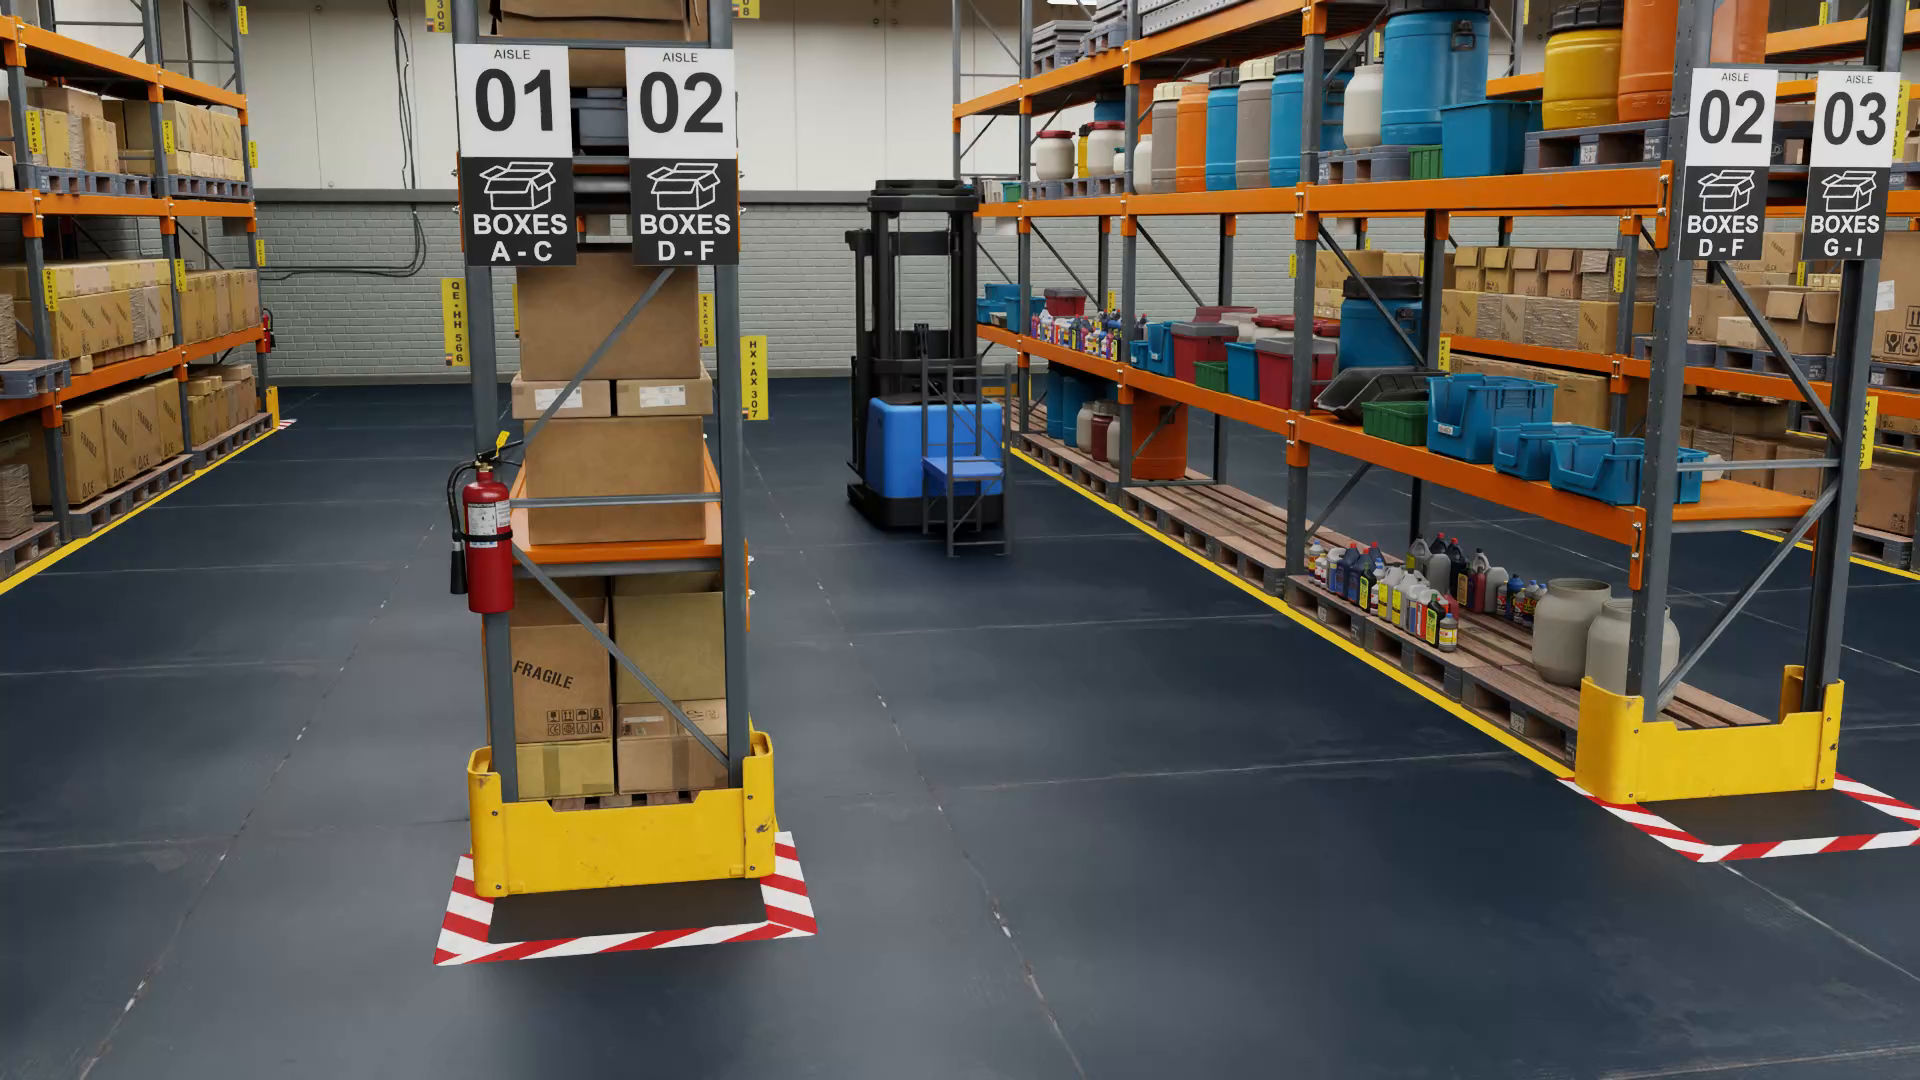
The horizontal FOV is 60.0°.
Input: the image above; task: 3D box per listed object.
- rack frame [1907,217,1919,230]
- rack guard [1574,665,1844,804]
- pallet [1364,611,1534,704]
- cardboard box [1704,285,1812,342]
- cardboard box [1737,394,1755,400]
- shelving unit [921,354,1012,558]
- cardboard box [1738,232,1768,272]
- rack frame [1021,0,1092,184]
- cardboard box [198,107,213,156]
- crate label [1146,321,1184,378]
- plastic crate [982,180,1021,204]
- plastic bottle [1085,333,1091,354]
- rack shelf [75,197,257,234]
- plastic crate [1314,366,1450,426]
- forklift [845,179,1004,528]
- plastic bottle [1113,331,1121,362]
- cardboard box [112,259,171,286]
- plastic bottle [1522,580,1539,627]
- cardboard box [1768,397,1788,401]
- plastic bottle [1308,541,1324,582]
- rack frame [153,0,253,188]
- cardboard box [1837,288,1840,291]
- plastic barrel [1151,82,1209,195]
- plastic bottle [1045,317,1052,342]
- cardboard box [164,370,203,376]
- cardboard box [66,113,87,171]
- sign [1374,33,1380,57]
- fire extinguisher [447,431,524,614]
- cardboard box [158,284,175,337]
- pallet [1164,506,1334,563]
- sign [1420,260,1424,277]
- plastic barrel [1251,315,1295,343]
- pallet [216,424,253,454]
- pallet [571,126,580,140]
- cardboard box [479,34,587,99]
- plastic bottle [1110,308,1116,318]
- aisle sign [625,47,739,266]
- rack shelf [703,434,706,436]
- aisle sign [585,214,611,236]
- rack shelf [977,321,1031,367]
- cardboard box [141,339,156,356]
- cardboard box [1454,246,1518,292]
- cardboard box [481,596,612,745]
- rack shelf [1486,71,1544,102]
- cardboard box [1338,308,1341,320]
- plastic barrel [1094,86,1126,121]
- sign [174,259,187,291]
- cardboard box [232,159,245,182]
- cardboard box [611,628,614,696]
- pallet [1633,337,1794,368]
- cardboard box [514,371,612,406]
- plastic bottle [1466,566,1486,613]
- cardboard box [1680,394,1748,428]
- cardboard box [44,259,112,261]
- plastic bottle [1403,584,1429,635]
[{"bbox_3d":[14.983,-3.800,25.641,1.000,3.000,0.127,-2,11,-11],"label":"rack frame"},{"bbox_3d":[3.455,0.890,7.682,1.175,0.500,0.348,-2,11,-11],"label":"rack guard"},{"bbox_3d":[3.068,0.660,9.666,1.003,0.211,1.213,-2,11,-11],"label":"pallet"},{"bbox_3d":[7.169,-2.032,14.959,0.700,0.500,0.500,0,11,-3],"label":"cardboard box"},{"bbox_3d":[10.431,-1.830,21.792,0.380,0.149,0.250,-2,11,-13],"label":"cardboard box"},{"bbox_3d":[0.040,-0.702,13.375,0.538,1.500,1.048,-2,11,-12],"label":"shelving unit"},{"bbox_3d":[10.463,-3.726,21.511,0.500,0.500,0.500,-2,11,-13],"label":"cardboard box"},{"bbox_3d":[1.182,-5.473,18.386,1.000,3.000,0.127,-2,11,-11],"label":"rack frame"},{"bbox_3d":[-8.607,-4.515,18.379,0.500,0.500,0.500,-2,11,-11],"label":"cardboard box"},{"bbox_3d":[1.888,-1.618,14.080,0.502,0.435,0.616,-2,11,-11],"label":"crate label"},{"bbox_3d":[0.532,-4.258,20.337,0.437,0.282,0.530,-2,11,-11],"label":"plastic crate"},{"bbox_3d":[1.281,-1.943,16.413,0.097,0.201,0.097,0,11,0],"label":"plastic bottle"},{"bbox_3d":[-8.925,-3.653,18.768,1.077,0.370,4.000,-2,11,-11],"label":"rack shelf"},{"bbox_3d":[2.715,-0.928,10.715,0.767,0.338,0.504,-2,11,-11],"label":"plastic crate"},{"bbox_3d":[-0.441,-1.776,15.189,1.130,2.935,3.031,-2,11,-12],"label":"forklift"},{"bbox_3d":[1.463,-1.794,15.412,0.061,0.283,0.133,-2,11,-11],"label":"plastic bottle"},{"bbox_3d":[-8.194,-2.663,16.544,0.500,0.250,0.500,-2,11,-10],"label":"cardboard box"},{"bbox_3d":[3.383,0.374,9.831,0.097,0.271,0.097,0,11,0],"label":"plastic bottle"},{"bbox_3d":[10.552,-1.866,21.186,0.380,0.149,0.250,-2,11,-10],"label":"cardboard box"},{"bbox_3d":[2.370,0.140,11.061,0.097,0.271,0.097,0,11,0],"label":"plastic bottle"},{"bbox_3d":[-9.314,-5.847,20.348,1.000,3.000,0.127,-2,11,-11],"label":"rack frame"},{"bbox_3d":[10.654,-2.913,19.735,0.380,0.149,0.250,-2,11,-10],"label":"cardboard box"},{"bbox_3d":[1.907,-3.354,13.932,0.600,0.901,0.600,0,11,0],"label":"plastic barrel"},{"bbox_3d":[0.965,-2.275,17.971,0.097,0.271,0.097,0,11,0],"label":"plastic bottle"},{"bbox_3d":[-9.103,-1.902,19.495,0.380,0.149,0.250,-2,11,-10],"label":"cardboard box"},{"bbox_3d":[-8.266,-3.545,14.835,0.700,0.500,0.500,-2,11,-11],"label":"cardboard box"},{"bbox_3d":[5.797,-6.902,23.182,0.100,0.325,0.005,-2,11,-11],"label":"sign"},{"bbox_3d":[-1.776,-0.069,6.246,0.296,0.674,0.183,-2,11,-11],"label":"fire extinguisher"},{"bbox_3d":[-8.199,-2.296,16.618,0.500,0.500,0.500,-2,11,-12],"label":"cardboard box"},{"bbox_3d":[2.306,-0.056,13.426,1.003,0.211,1.213,-2,11,-11],"label":"pallet"},{"bbox_3d":[5.496,-3.150,19.697,0.100,0.325,0.005,-2,11,-11],"label":"sign"},{"bbox_3d":[2.540,-1.523,13.313,0.433,0.535,0.433,0,11,0],"label":"plastic barrel"},{"bbox_3d":[-8.848,-1.163,19.241,1.003,0.211,1.213,-2,11,-11],"label":"pallet"},{"bbox_3d":[-1.697,-1.931,8.033,1.003,0.211,1.213,-2,11,-11],"label":"pallet"},{"bbox_3d":[-1.826,-2.022,7.181,0.500,0.250,0.500,-2,11,-11],"label":"cardboard box"},{"bbox_3d":[1.682,-2.345,18.128,0.144,0.351,0.185,-2,11,-11],"label":"plastic bottle"},{"bbox_3d":[-1.031,-1.422,6.193,0.394,0.787,0.004,-2,11,-11],"label":"aisle sign"},{"bbox_3d":[-2.511,-0.893,12.290,1.077,0.370,4.000,-2,11,-11],"label":"rack shelf"},{"bbox_3d":[-4.757,-4.359,21.625,0.394,0.787,0.004,-2,11,-11],"label":"aisle sign"},{"bbox_3d":[0.793,-2.540,20.941,1.077,0.370,4.000,-2,11,-11],"label":"rack shelf"},{"bbox_3d":[-8.005,-1.860,16.064,0.380,0.149,0.250,-2,11,-11],"label":"cardboard box"},{"bbox_3d":[6.173,-3.131,19.176,0.797,0.503,0.637,-2,11,-12],"label":"cardboard box"},{"bbox_3d":[-1.740,0.543,7.049,0.500,0.500,0.500,-2,11,-11],"label":"cardboard box"},{"bbox_3d":[6.429,-4.737,17.510,1.077,0.370,4.000,-2,11,-11],"label":"rack shelf"},{"bbox_3d":[5.260,-3.004,22.128,0.380,0.149,0.250,-2,11,-12],"label":"cardboard box"},{"bbox_3d":[1.664,-4.145,16.965,0.600,0.901,0.708,-2,11,-11],"label":"plastic barrel"},{"bbox_3d":[-8.006,-2.717,17.066,0.100,0.325,0.005,-2,11,-11],"label":"sign"},{"bbox_3d":[-8.911,-4.430,19.939,0.500,0.250,0.500,-2,11,-9],"label":"cardboard box"},{"bbox_3d":[-2.041,0.636,8.562,0.500,0.250,0.500,-2,11,-11],"label":"cardboard box"},{"bbox_3d":[7.061,-1.752,15.390,1.213,0.211,1.003,-2,11,-11],"label":"pallet"},{"bbox_3d":[-1.657,-0.625,6.955,0.380,0.149,0.250,-2,11,-10],"label":"cardboard box"},{"bbox_3d":[3.169,0.295,10.211,0.061,0.283,0.133,-2,11,-11],"label":"plastic bottle"},{"bbox_3d":[6.978,-1.208,15.521,0.500,0.250,0.500,-2,11,-9],"label":"cardboard box"},{"bbox_3d":[-8.702,-2.646,16.452,0.500,0.250,0.500,-2,11,-9],"label":"cardboard box"},{"bbox_3d":[2.679,0.403,9.665,0.152,0.276,0.135,-2,11,-13],"label":"plastic bottle"}]
